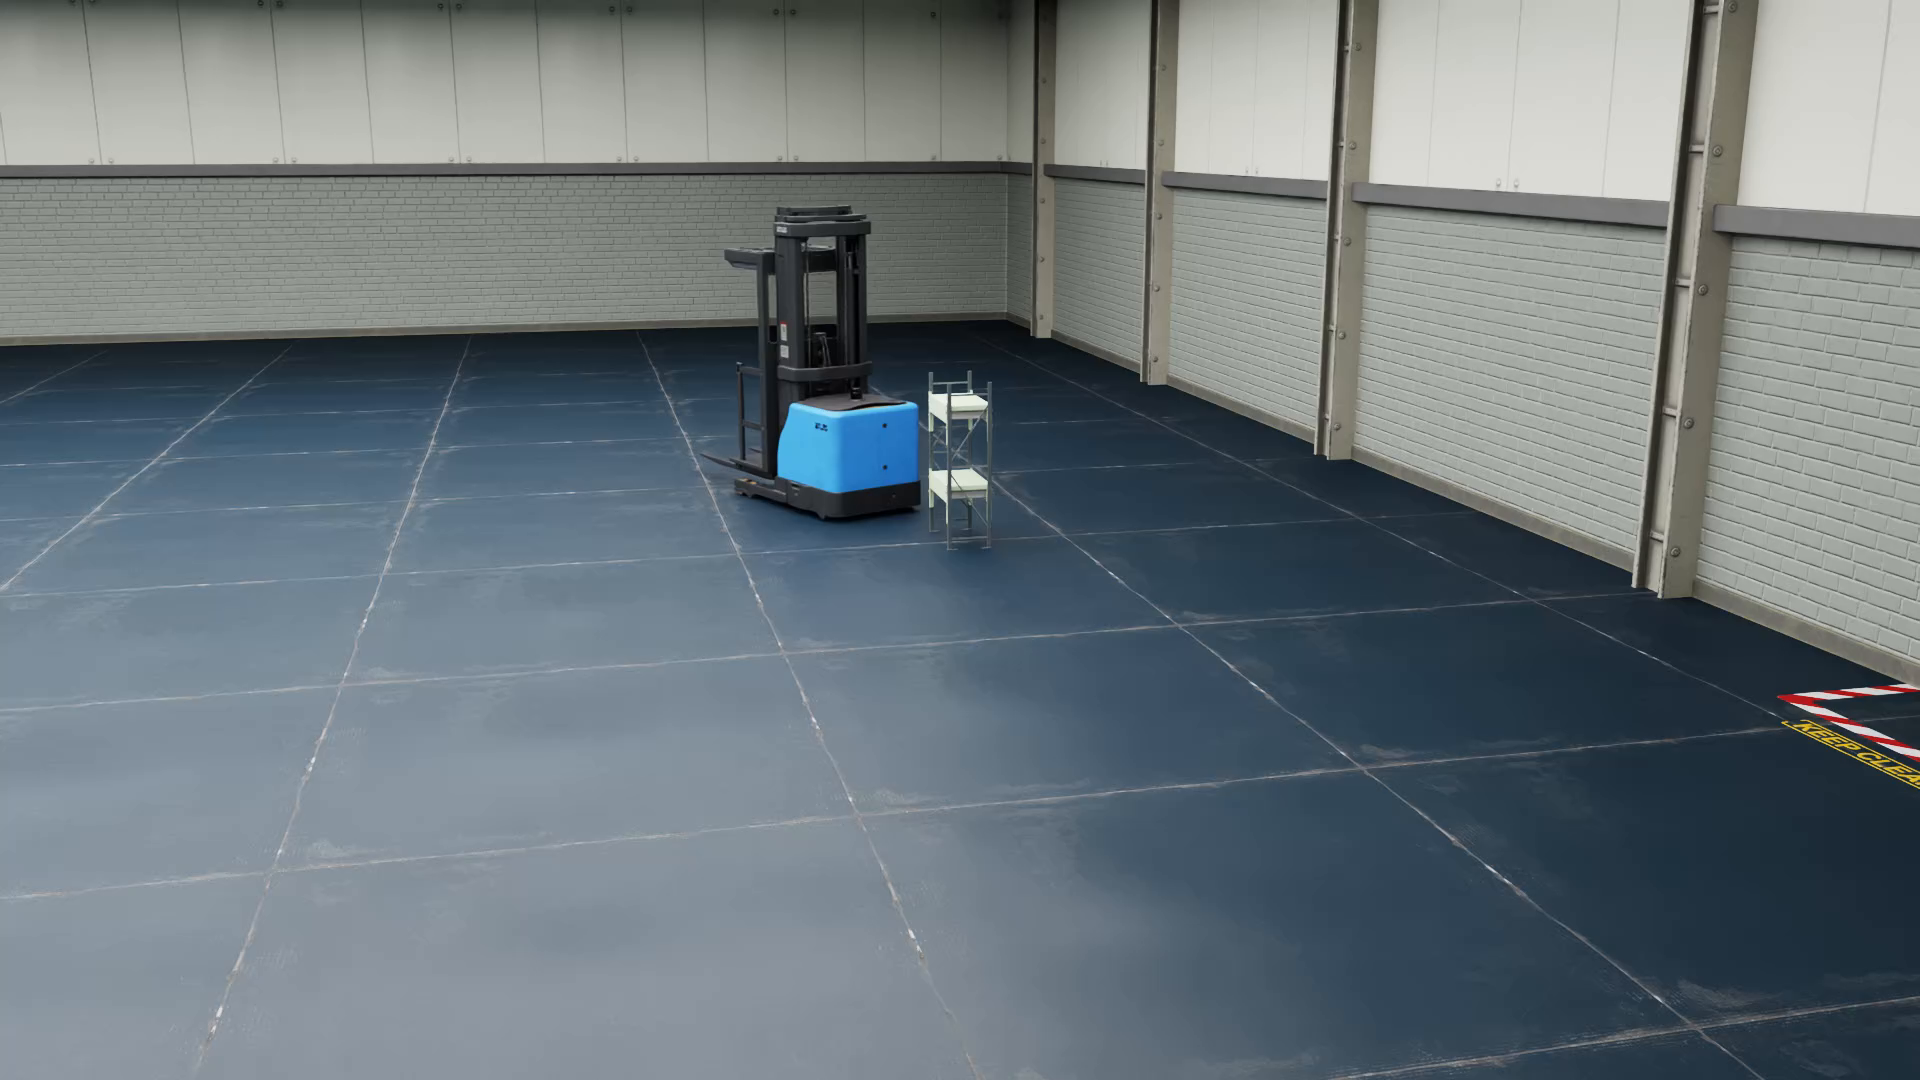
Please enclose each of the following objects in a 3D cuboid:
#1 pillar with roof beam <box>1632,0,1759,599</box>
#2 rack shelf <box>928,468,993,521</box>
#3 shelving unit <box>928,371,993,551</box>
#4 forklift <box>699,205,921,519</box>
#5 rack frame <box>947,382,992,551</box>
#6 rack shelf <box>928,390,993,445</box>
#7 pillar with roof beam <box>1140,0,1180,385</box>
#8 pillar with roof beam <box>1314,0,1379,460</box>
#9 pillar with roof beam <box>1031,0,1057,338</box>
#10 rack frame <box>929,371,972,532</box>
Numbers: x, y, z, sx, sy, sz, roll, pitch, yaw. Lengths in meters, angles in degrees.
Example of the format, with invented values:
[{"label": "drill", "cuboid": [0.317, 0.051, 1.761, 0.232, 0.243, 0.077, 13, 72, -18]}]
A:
[{"label": "pillar with roof beam", "cuboid": [1.540, -3.715, 11.495, 9.100, 9.000, 0.400, -3, 14, -13]}, {"label": "rack shelf", "cuboid": [-0.002, -0.413, 15.156, 0.431, 0.370, 0.720, -3, 14, -13]}, {"label": "shelving unit", "cuboid": [-0.002, -0.730, 15.078, 0.431, 1.500, 0.755, -3, 14, -13]}, {"label": "forklift", "cuboid": [-1.677, -1.918, 16.923, 1.130, 2.935, 3.031, -10, 17, -36]}, {"label": "rack frame", "cuboid": [0.084, -0.646, 14.733, 0.400, 1.500, 0.023, -3, 14, -13]}, {"label": "rack shelf", "cuboid": [-0.002, -1.109, 14.986, 0.431, 0.370, 0.720, -3, 14, -13]}, {"label": "pillar with roof beam", "cuboid": [-1.279, -6.483, 22.826, 9.100, 9.000, 0.400, -3, 14, -13]}, {"label": "pillar with roof beam", "cuboid": [0.131, -5.099, 17.161, 9.100, 9.000, 0.400, -3, 14, -13]}, {"label": "pillar with roof beam", "cuboid": [-2.688, -7.868, 28.492, 9.100, 9.000, 0.400, -3, 14, -13]}, {"label": "rack frame", "cuboid": [-0.088, -0.815, 15.424, 0.400, 1.500, 0.023, -3, 14, -13]}]
